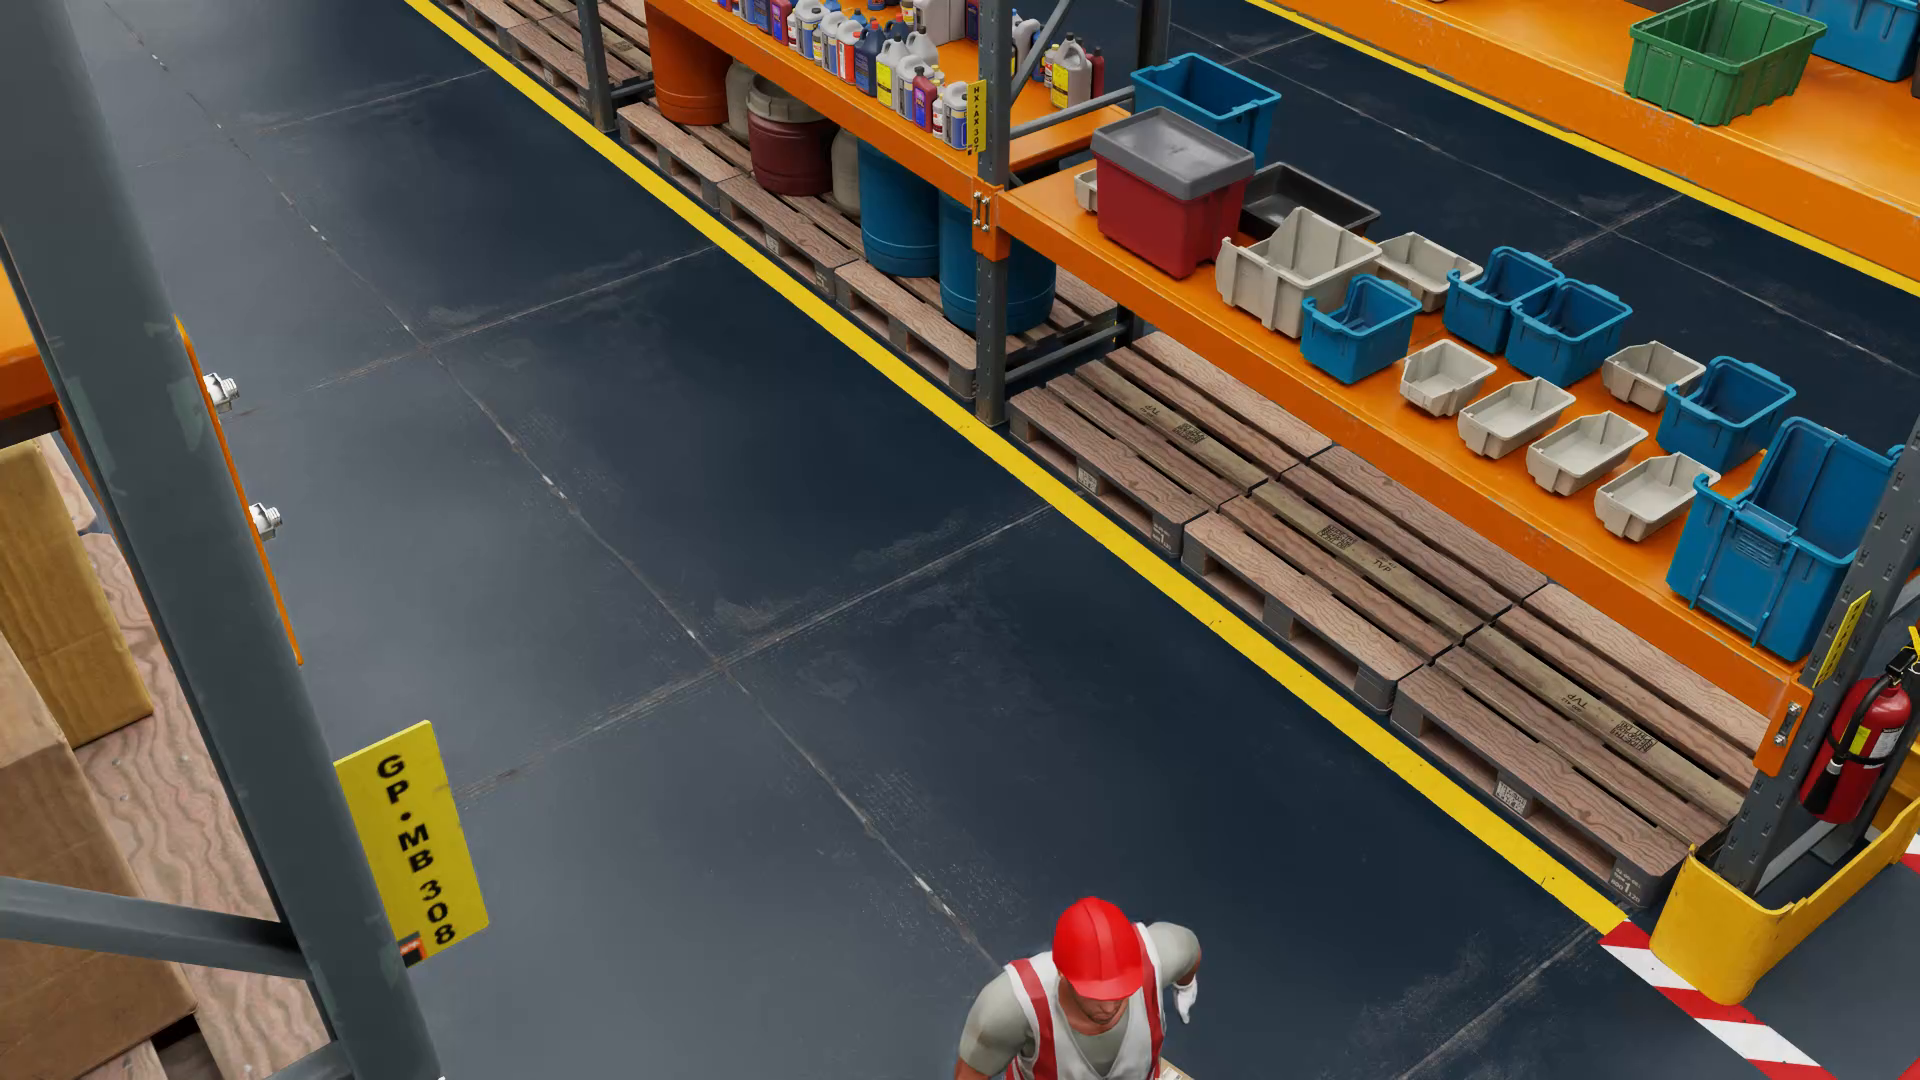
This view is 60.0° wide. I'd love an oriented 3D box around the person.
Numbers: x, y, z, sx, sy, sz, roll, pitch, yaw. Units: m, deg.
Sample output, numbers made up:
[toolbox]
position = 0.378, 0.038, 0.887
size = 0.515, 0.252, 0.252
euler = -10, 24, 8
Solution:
[person]
position = 0.331, 1.495, 4.408
size = 0.713, 1.797, 0.800
euler = -4, 40, -5
